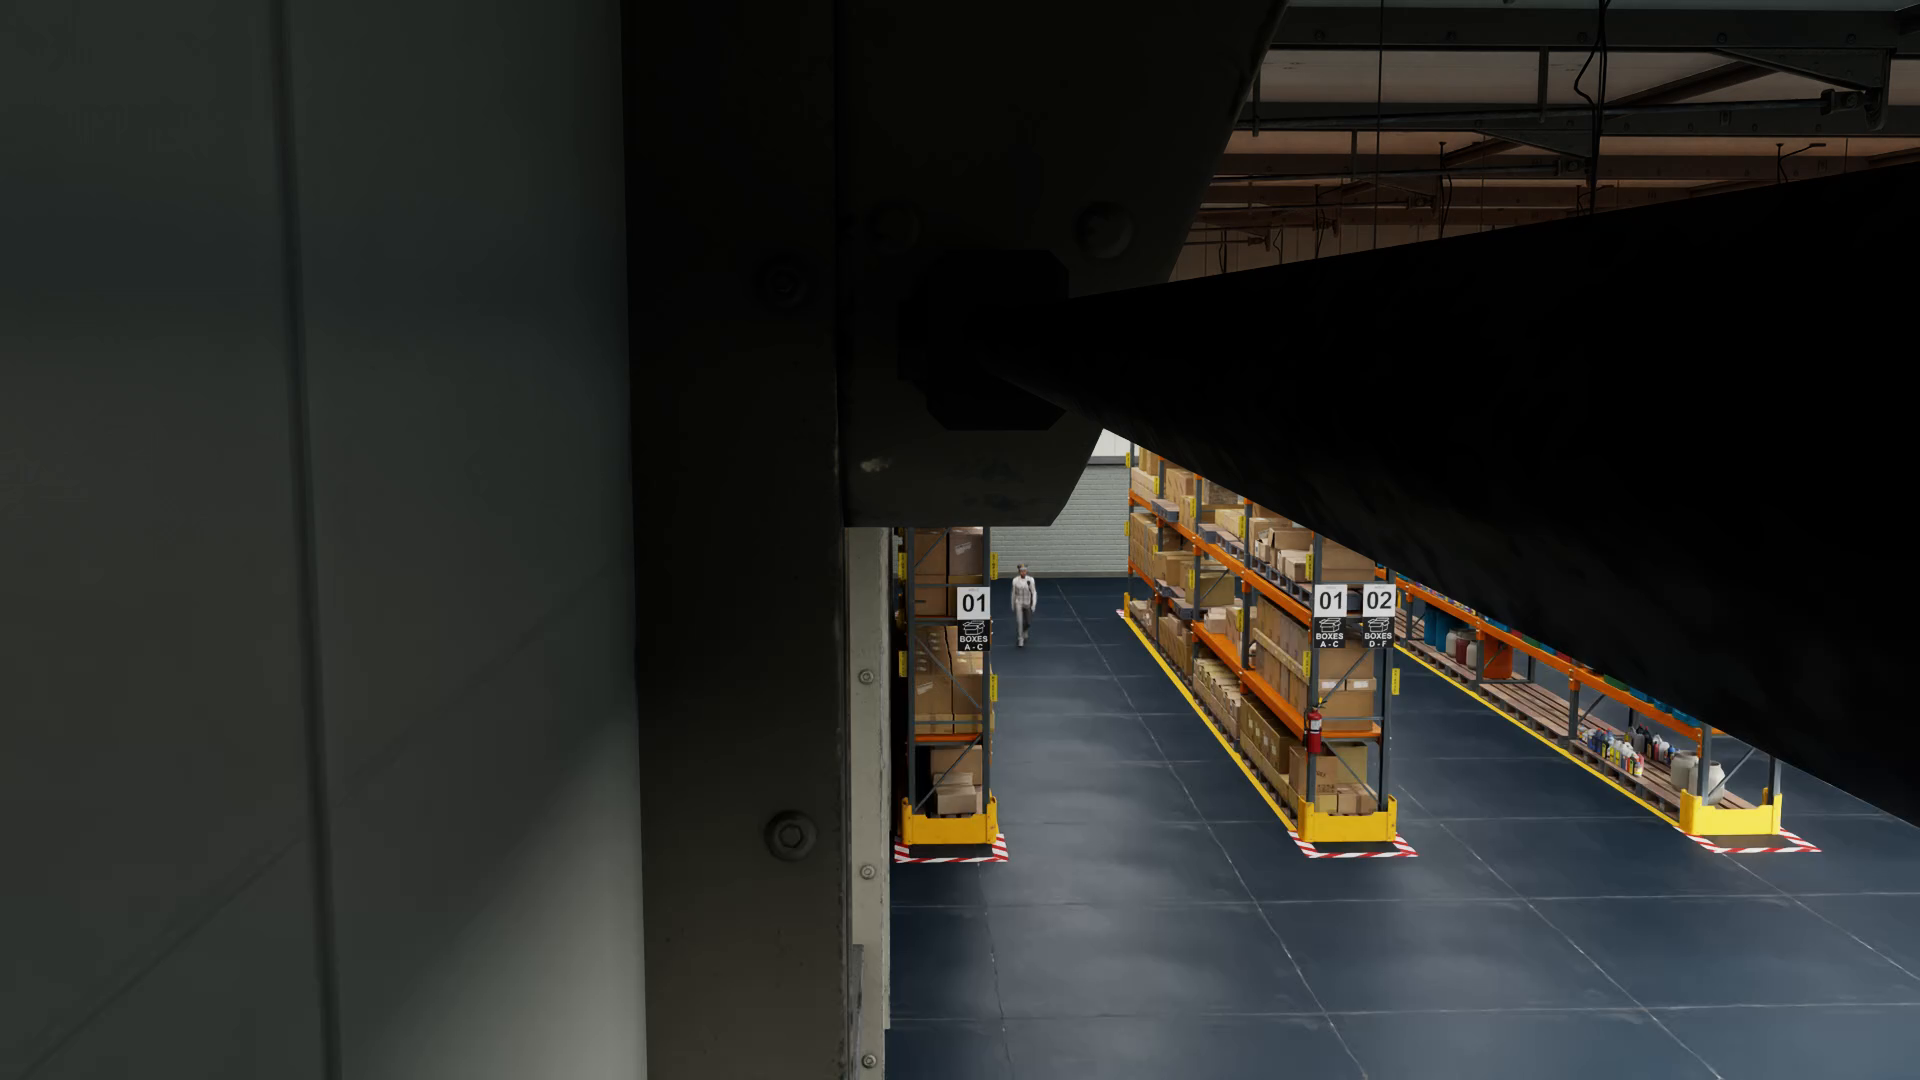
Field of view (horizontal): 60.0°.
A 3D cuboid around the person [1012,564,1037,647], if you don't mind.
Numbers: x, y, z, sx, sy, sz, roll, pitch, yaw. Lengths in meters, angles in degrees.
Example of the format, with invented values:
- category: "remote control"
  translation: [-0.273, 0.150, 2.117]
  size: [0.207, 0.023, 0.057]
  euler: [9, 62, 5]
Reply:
- category: "person"
  translation: [1.278, 1.256, 33.199]
  size: [0.488, 1.636, 0.871]
  euler: [-1, 7, -5]
